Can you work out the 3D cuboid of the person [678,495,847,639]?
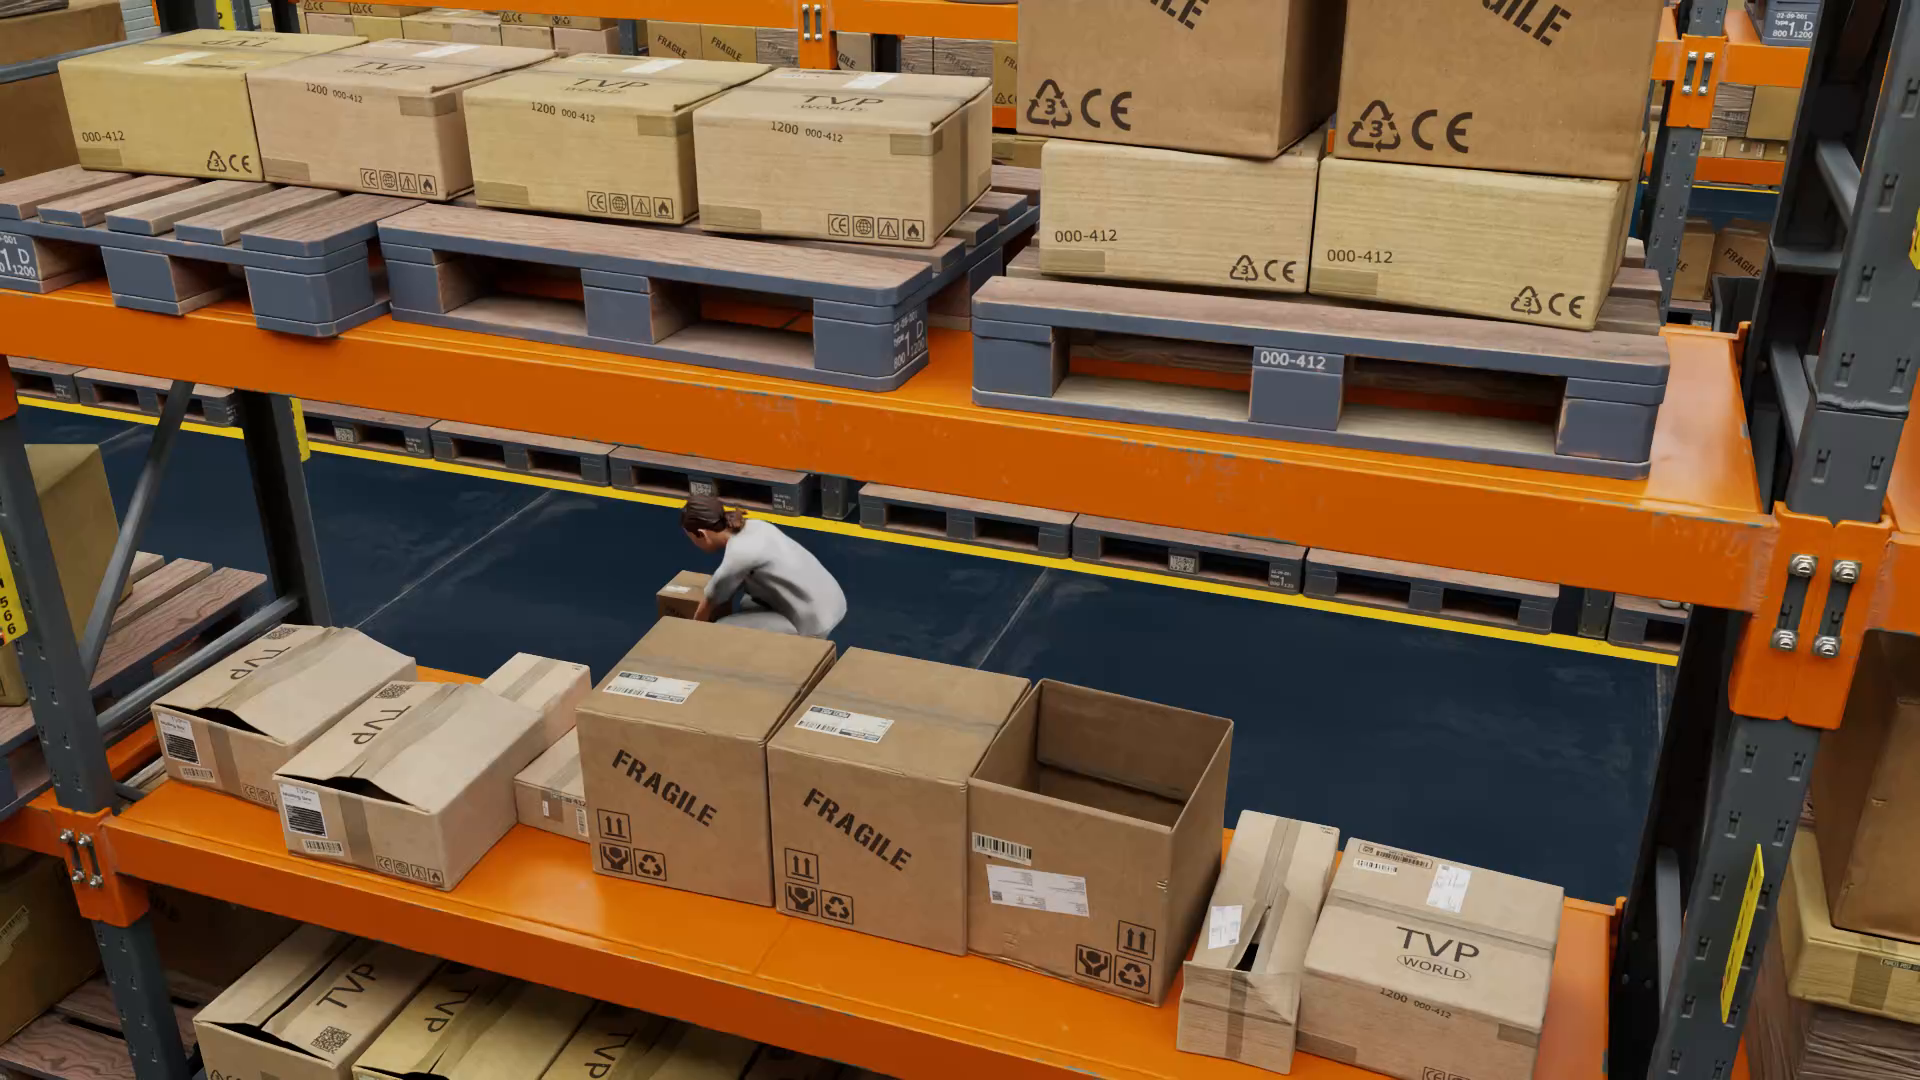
[{"bbox_3d":[-0.917,0.244,7.453,0.811,0.950,0.468,8,27,17],"label":"person"}]
